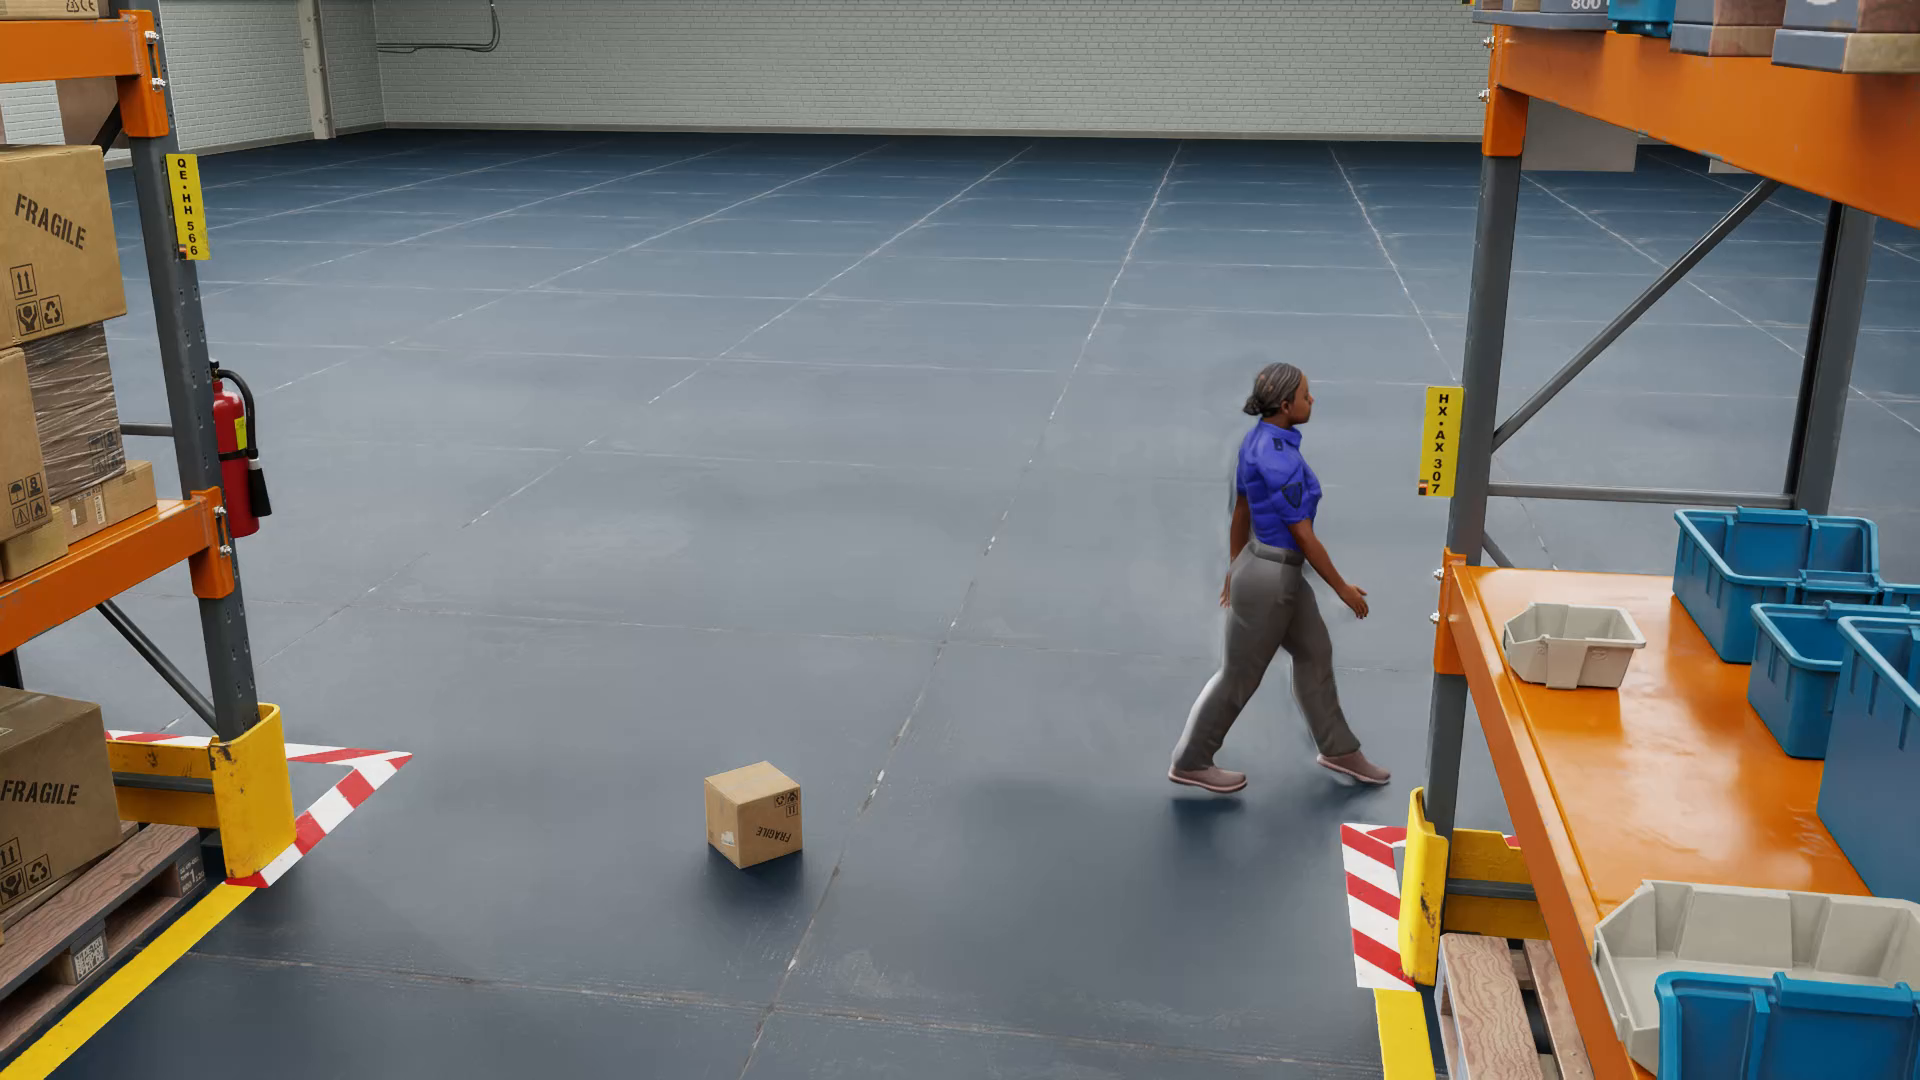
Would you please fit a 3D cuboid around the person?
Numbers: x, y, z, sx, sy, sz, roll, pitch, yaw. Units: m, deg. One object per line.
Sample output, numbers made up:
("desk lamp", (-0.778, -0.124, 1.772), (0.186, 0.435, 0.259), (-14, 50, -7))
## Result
("person", (1.217, 0.166, 6.062), (0.855, 1.656, 0.457), (2, 18, 5))
